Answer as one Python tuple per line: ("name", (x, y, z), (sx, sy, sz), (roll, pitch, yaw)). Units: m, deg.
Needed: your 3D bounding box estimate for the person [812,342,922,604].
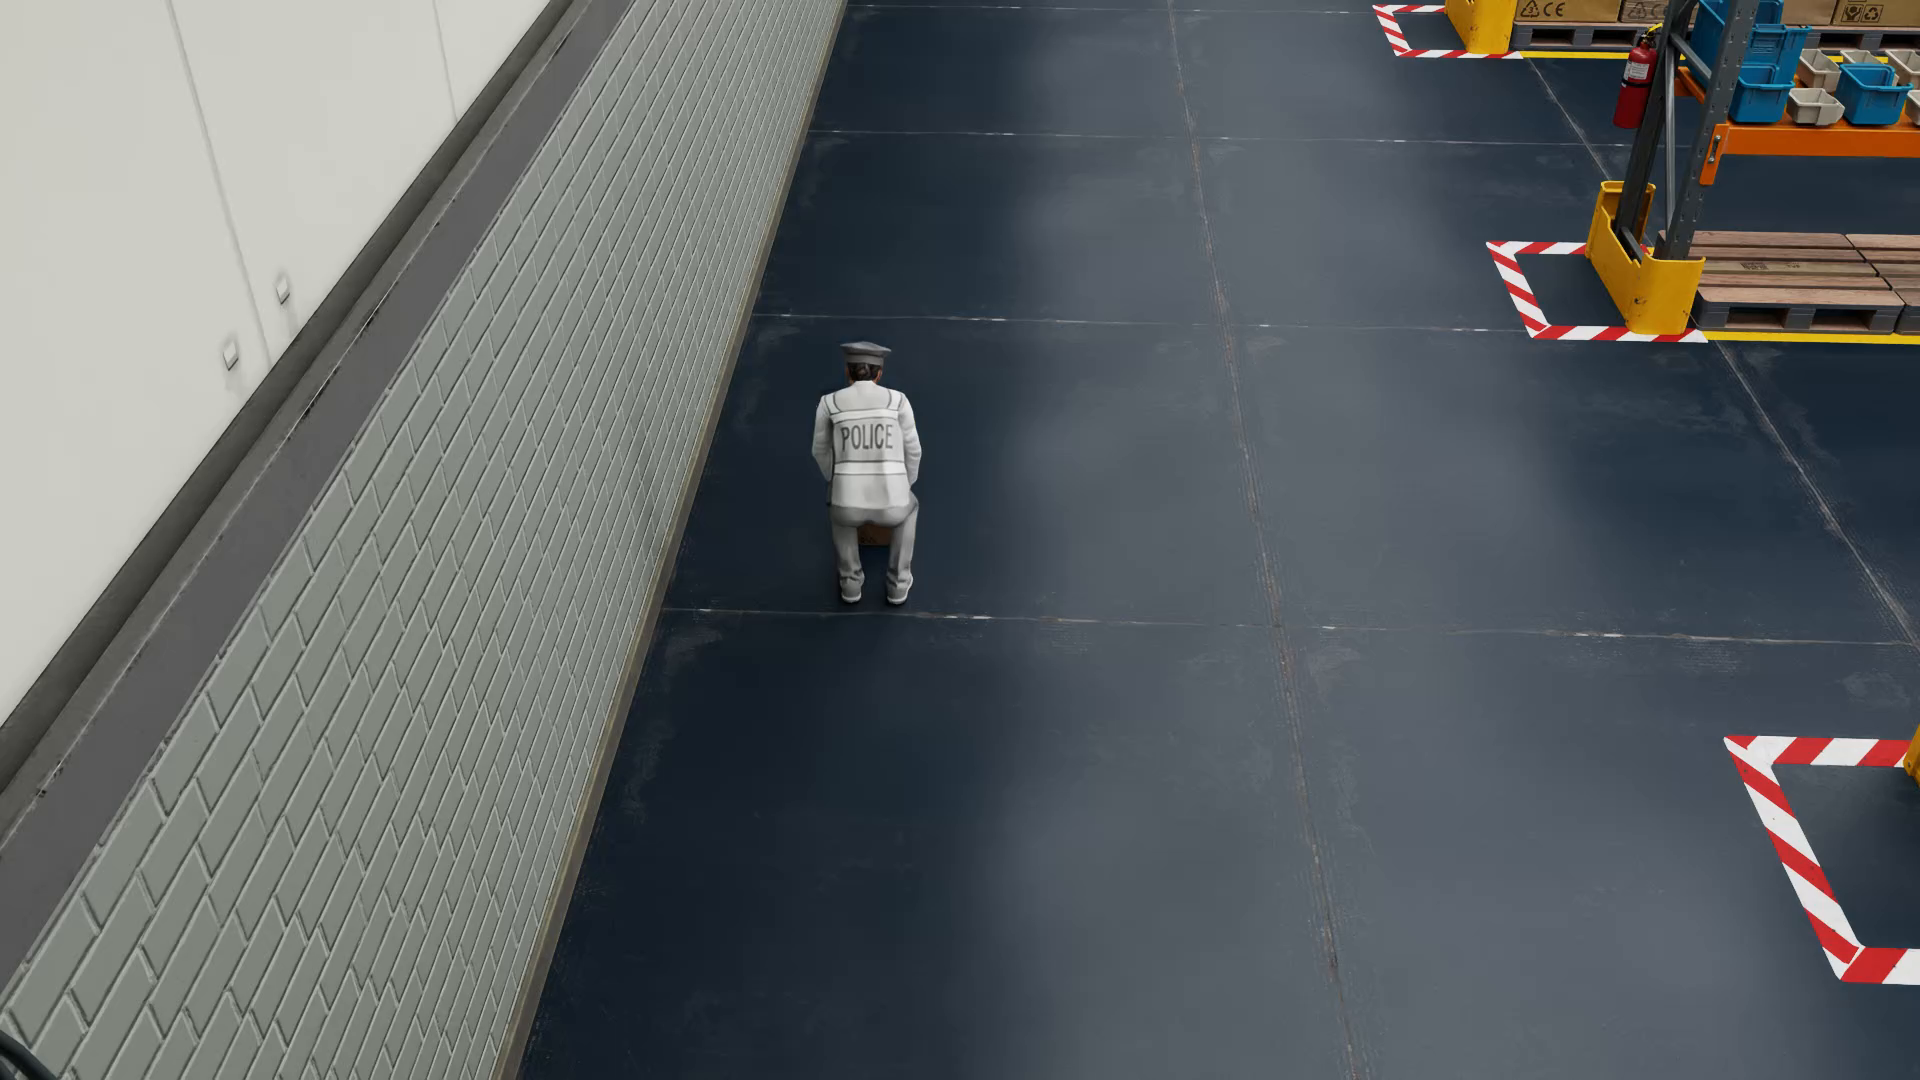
("person", (-0.451, -0.302, 7.926), (0.526, 1.207, 0.787), (1, 36, 2))
